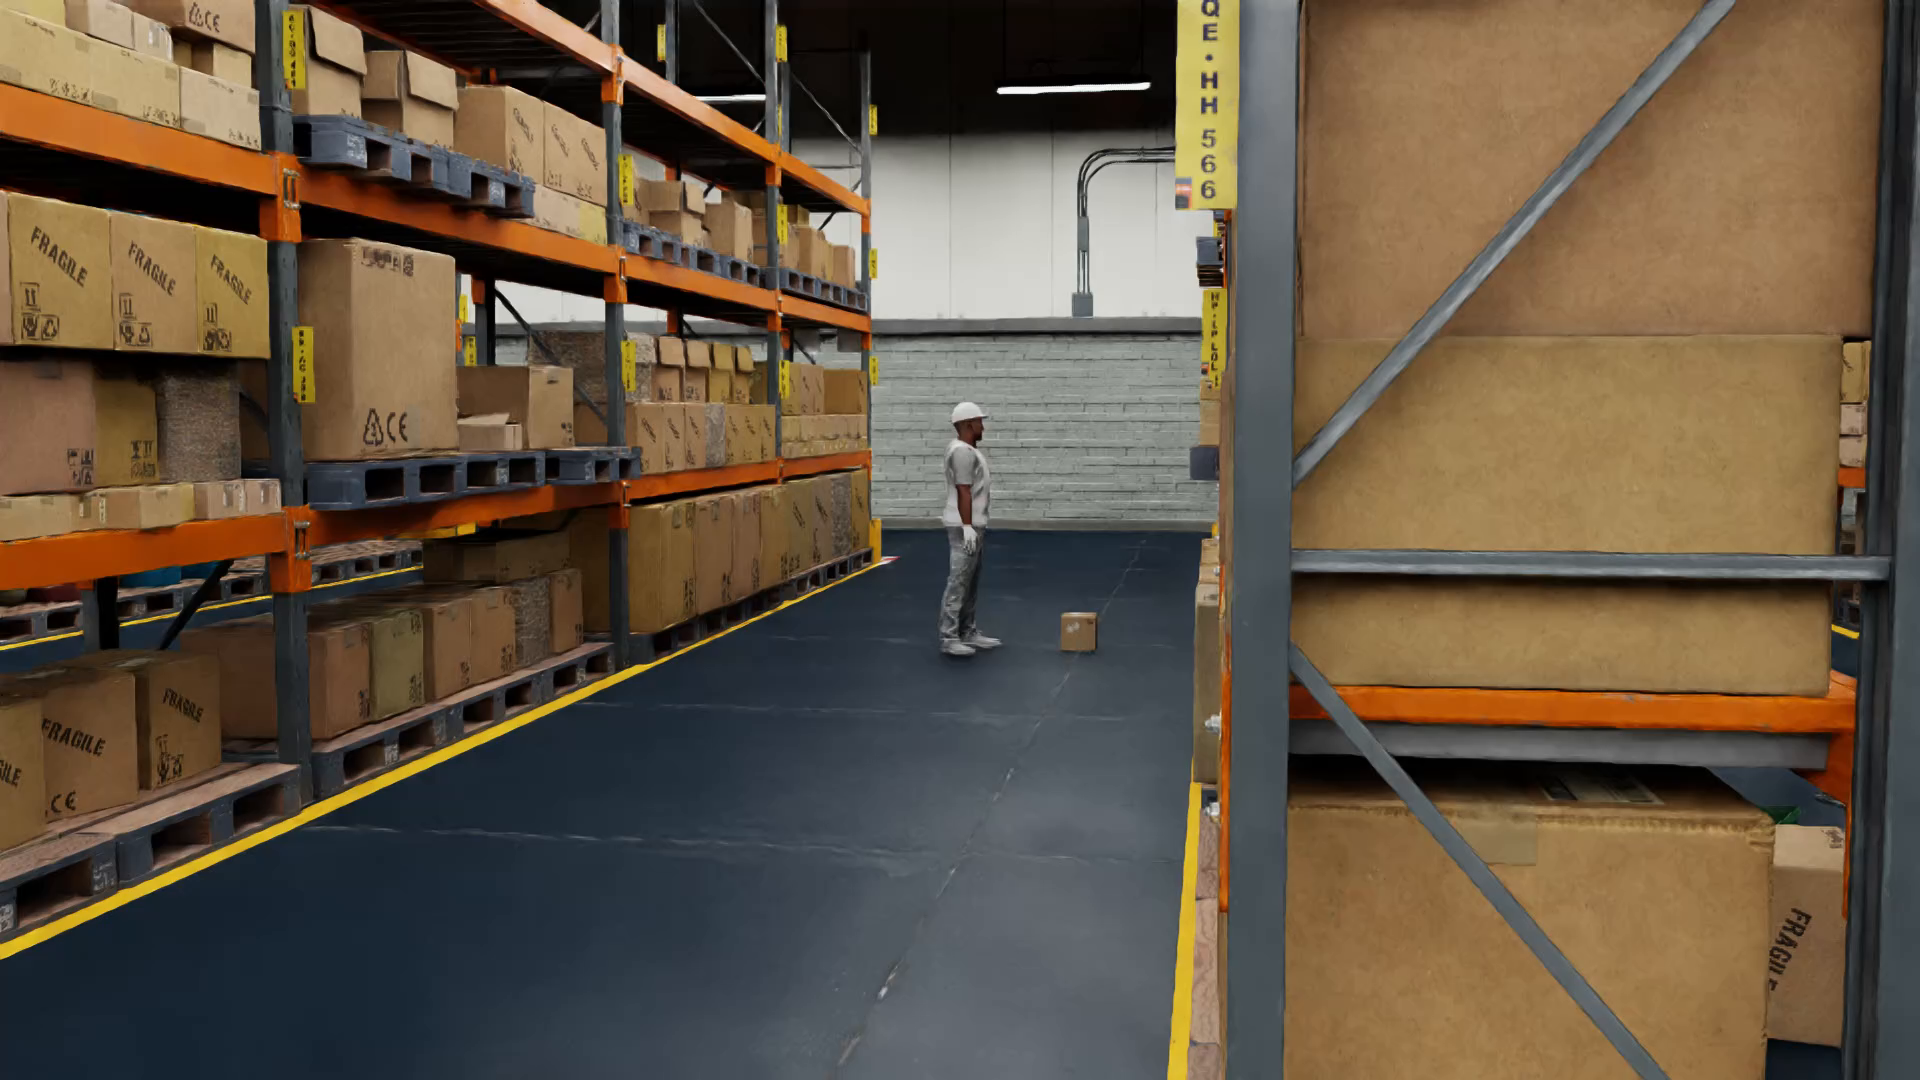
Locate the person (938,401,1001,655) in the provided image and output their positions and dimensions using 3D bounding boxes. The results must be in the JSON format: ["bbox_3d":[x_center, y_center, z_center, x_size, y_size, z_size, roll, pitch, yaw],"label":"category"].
[{"bbox_3d":[0.070,-0.099,11.942,0.457,1.787,0.680,0,4,0],"label":"person"}]
